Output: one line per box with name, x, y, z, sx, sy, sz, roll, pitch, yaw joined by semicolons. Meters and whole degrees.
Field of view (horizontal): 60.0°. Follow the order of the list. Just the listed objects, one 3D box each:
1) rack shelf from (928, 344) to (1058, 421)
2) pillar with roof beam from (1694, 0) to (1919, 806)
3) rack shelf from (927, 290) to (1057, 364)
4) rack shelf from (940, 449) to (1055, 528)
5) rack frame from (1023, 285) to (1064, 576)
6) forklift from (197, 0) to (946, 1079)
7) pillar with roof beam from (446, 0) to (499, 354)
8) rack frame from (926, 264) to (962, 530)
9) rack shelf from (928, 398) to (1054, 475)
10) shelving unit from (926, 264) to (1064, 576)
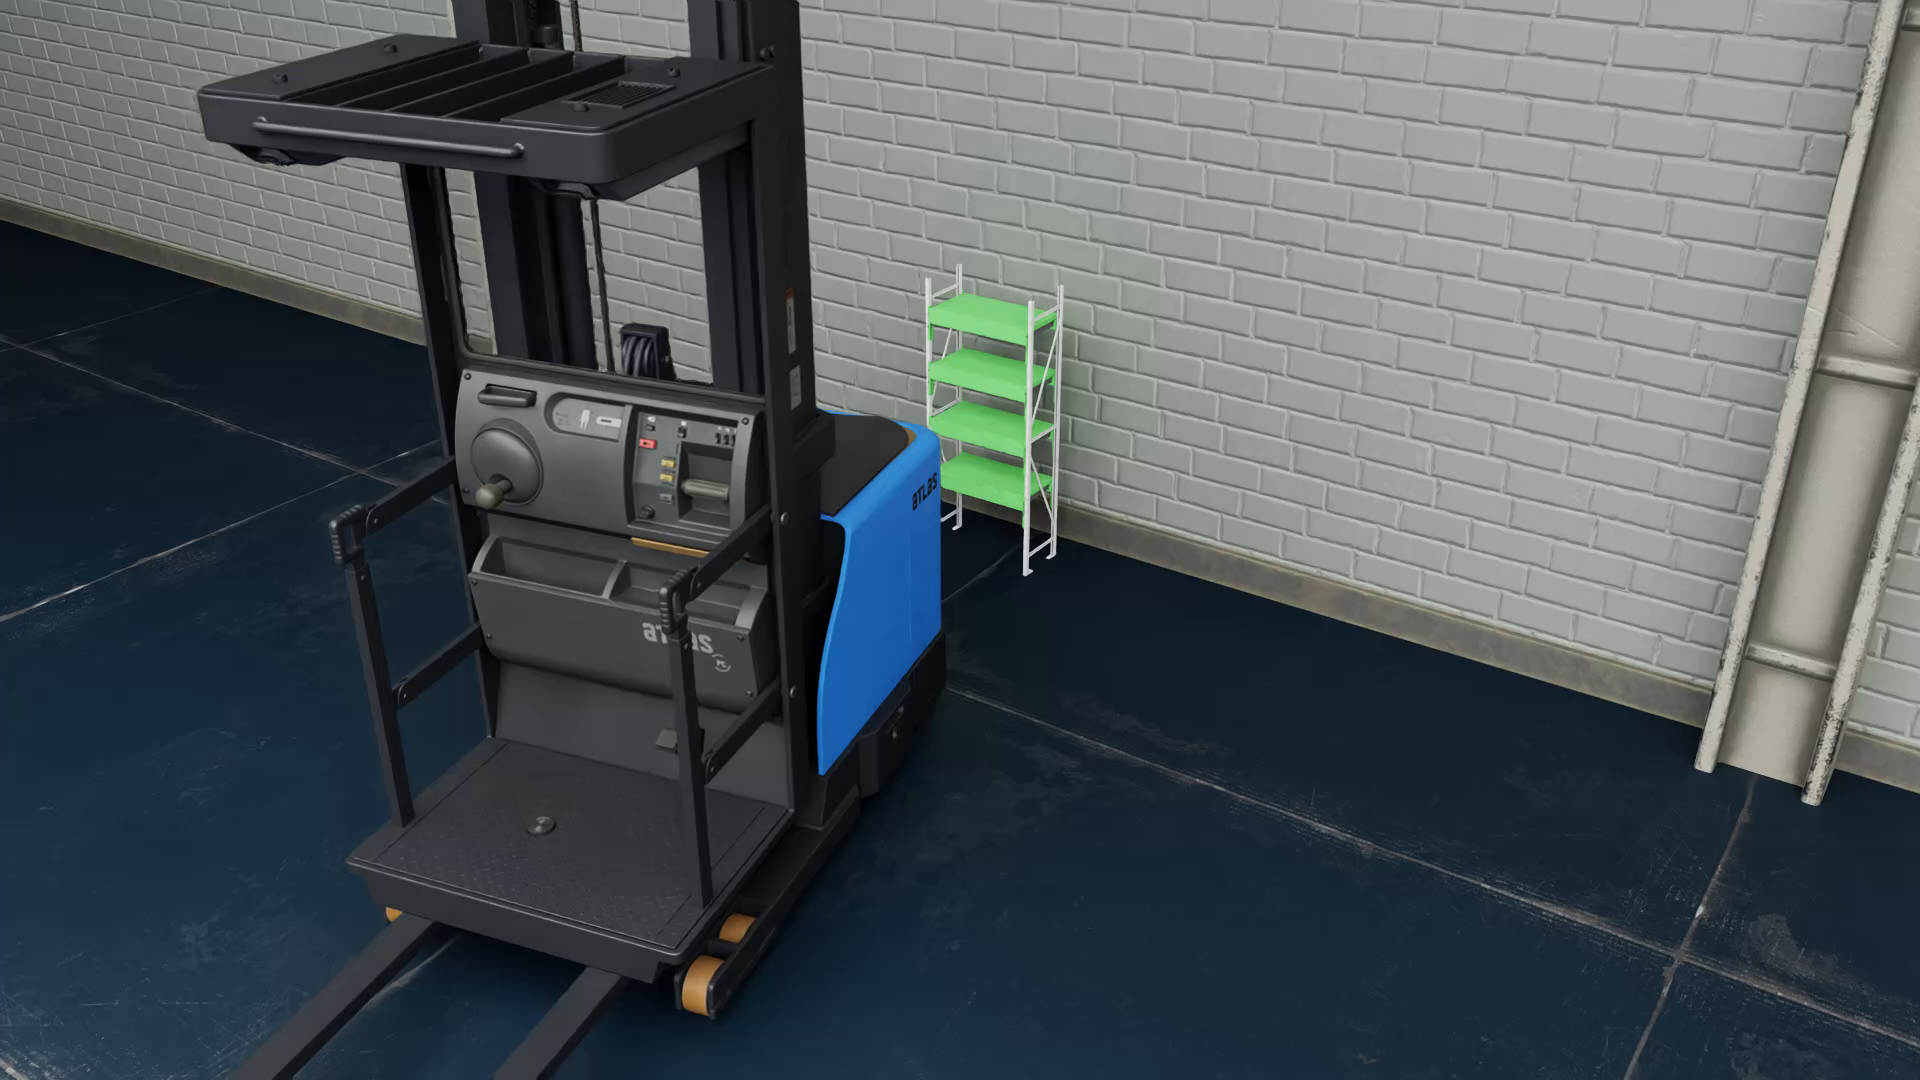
rack shelf;0.136;-0.649;6.814;0.480;0.148;0.258;17;32;30
pillar with roof beam;0.334;-1.625;0.522;0.400;9.000;9.100;17;32;30
rack shelf;0.136;-0.863;6.706;0.480;0.148;0.258;17;32;30
rack shelf;0.136;-0.221;7.032;0.480;0.148;0.258;17;32;30
rack frame;0.338;-0.430;6.771;0.015;1.200;0.240;17;32;30
forklift;-1.063;-0.194;4.400;1.130;2.935;3.031;10;29;19
pillar with roof beam;-4.612;-3.166;3.549;0.400;9.000;9.100;17;32;30
rack frame;-0.065;-0.555;7.017;0.015;1.200;0.240;17;32;30
rack shelf;0.136;-0.435;6.923;0.480;0.148;0.258;17;32;30
shelving unit;0.136;-0.492;6.894;0.503;1.200;0.258;17;32;30
